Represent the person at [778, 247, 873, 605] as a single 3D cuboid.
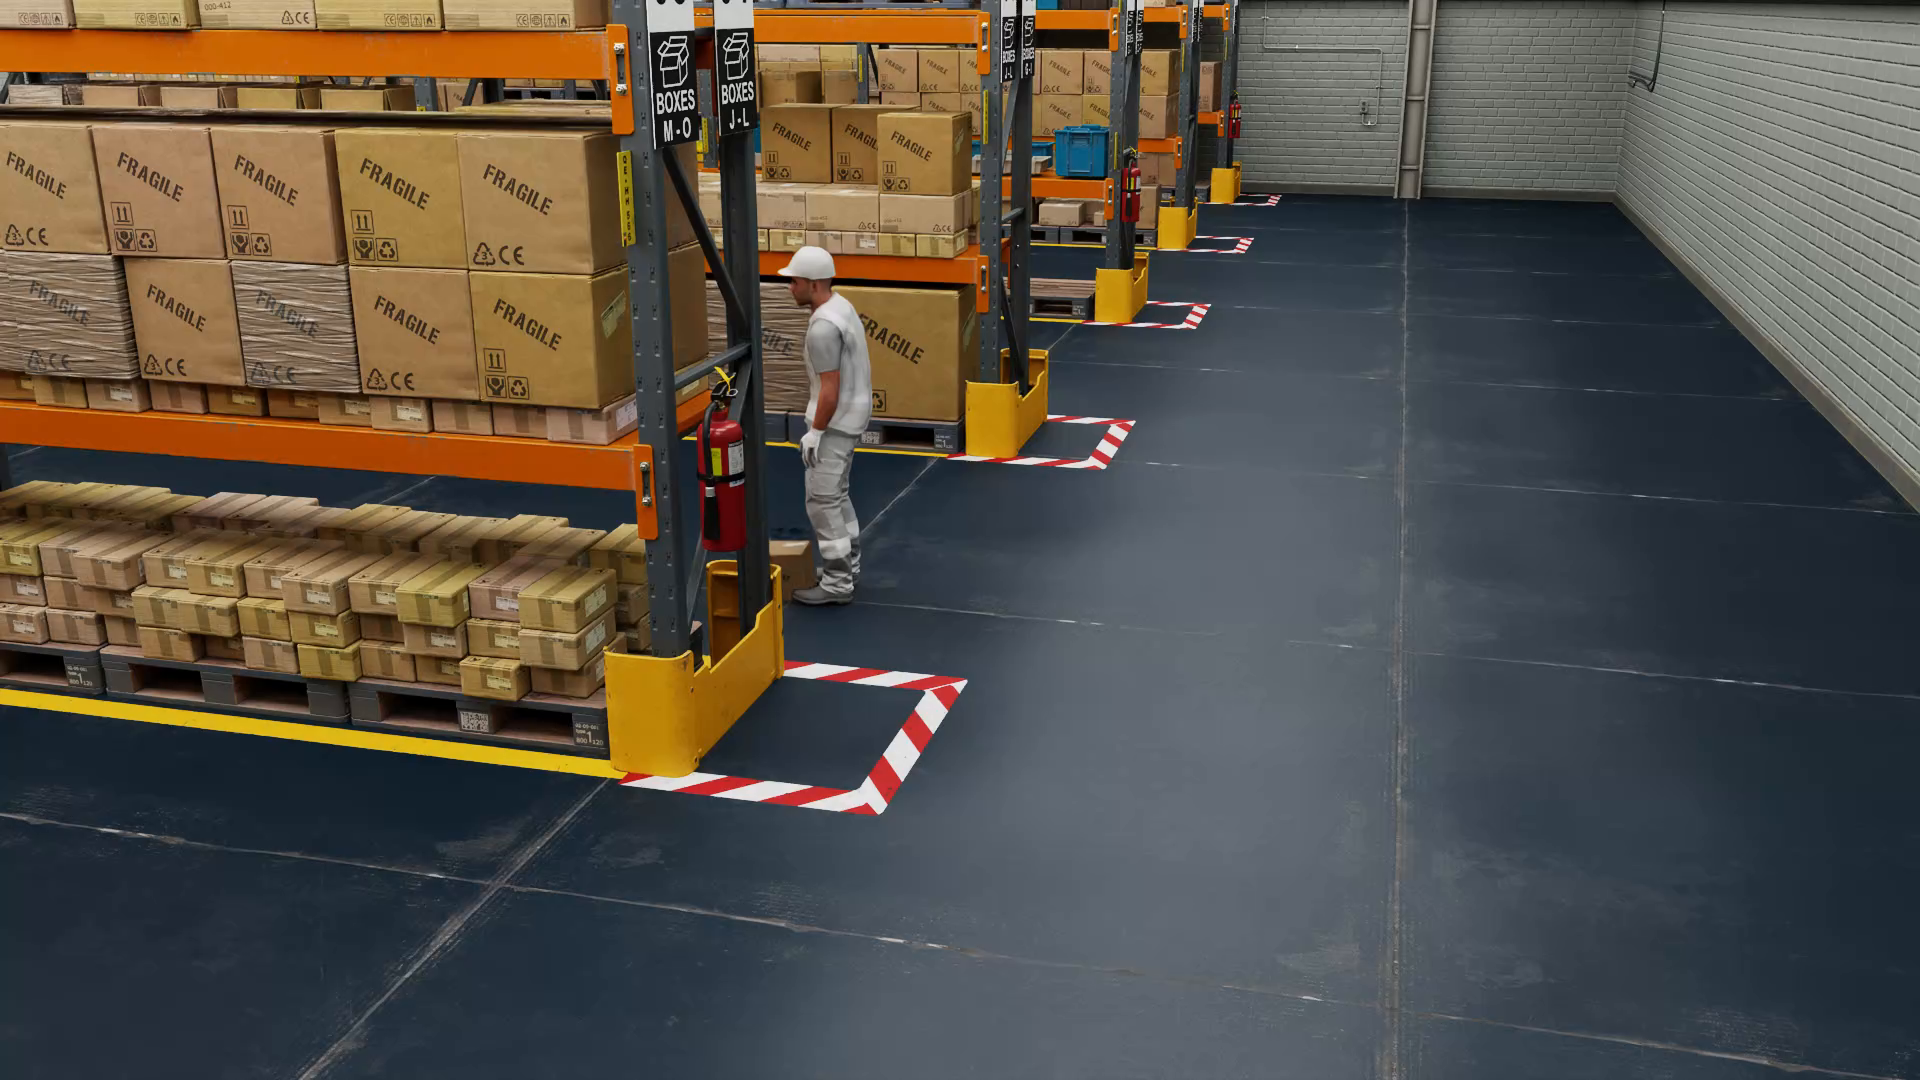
[{"bbox_3d":[-0.657,-0.564,8.258,0.441,1.780,0.579,2,18,5],"label":"person"}]
